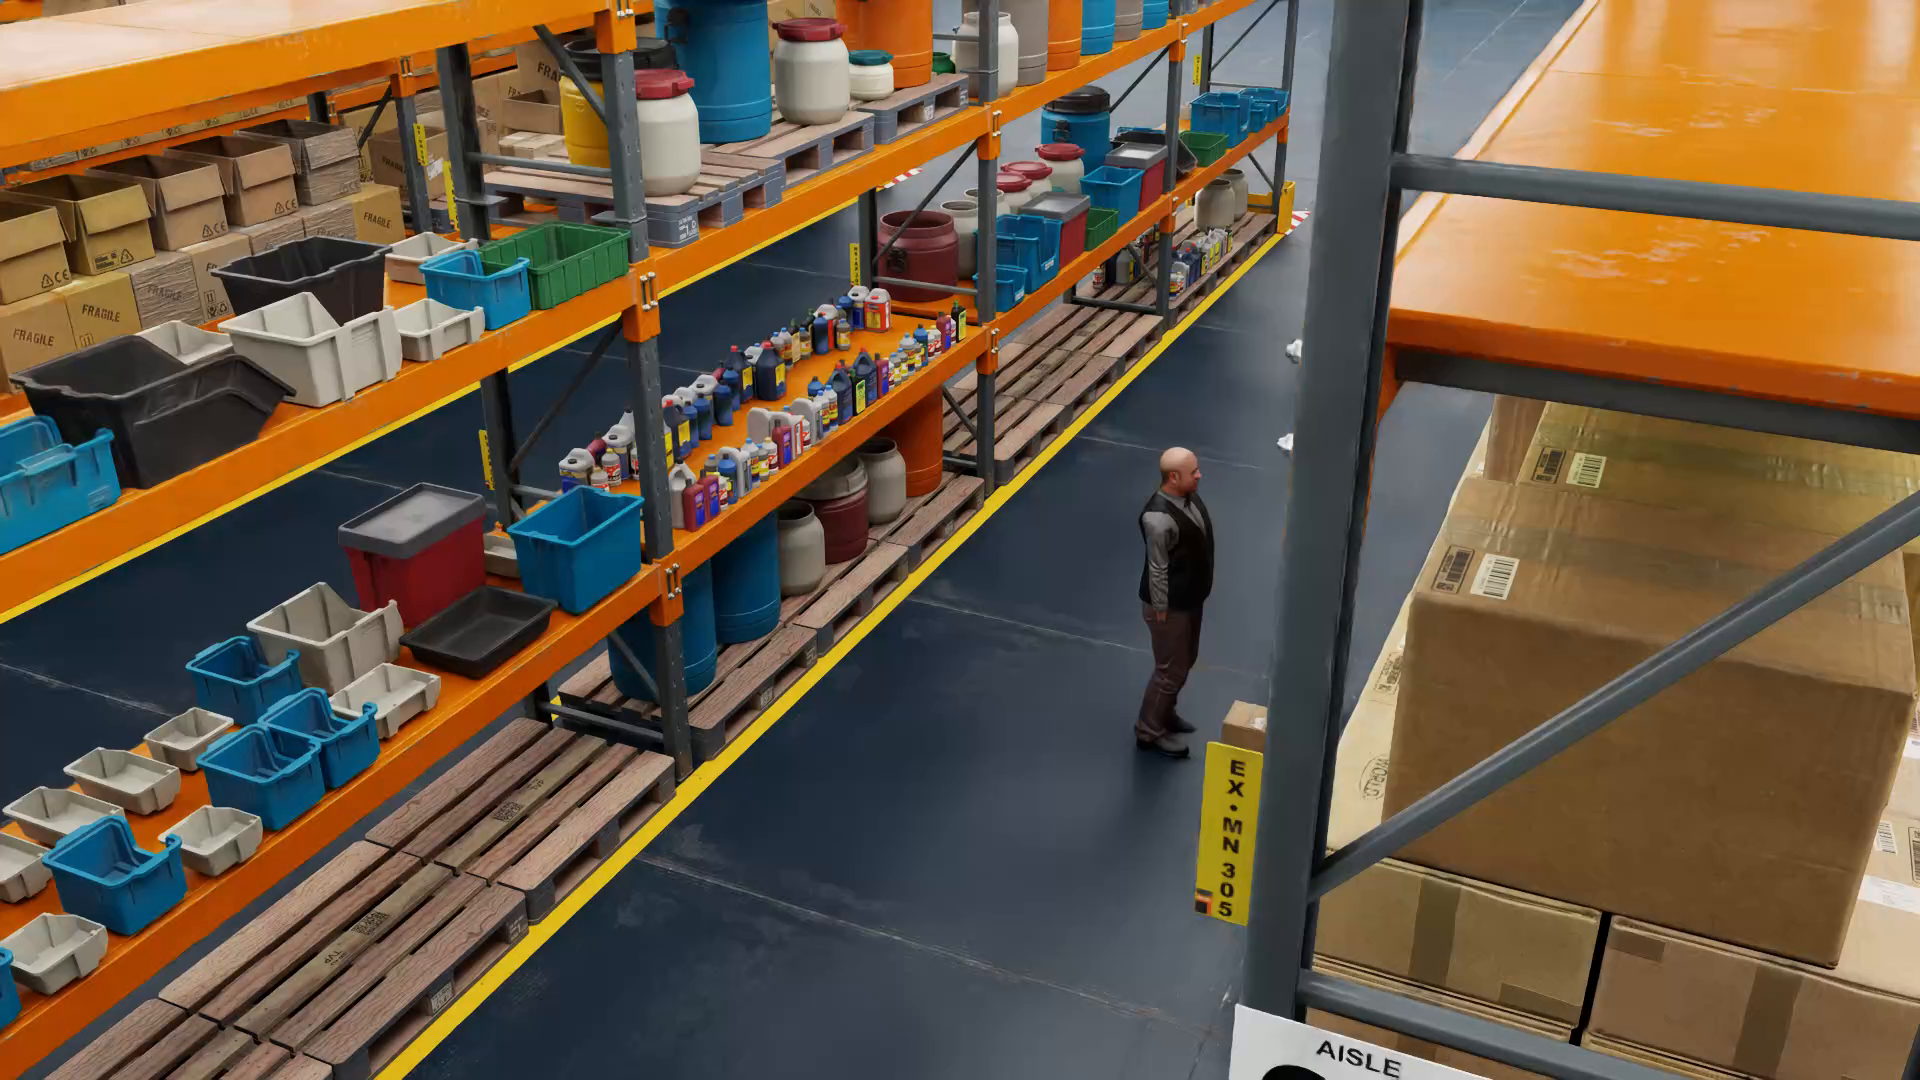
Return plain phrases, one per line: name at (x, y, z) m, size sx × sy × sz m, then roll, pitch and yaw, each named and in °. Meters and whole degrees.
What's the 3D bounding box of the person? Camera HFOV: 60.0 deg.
person at (1.146, 0.320, 8.843) m, size 0.361 × 1.740 × 0.531 m, roll 12°, pitch 28°, yaw 23°
